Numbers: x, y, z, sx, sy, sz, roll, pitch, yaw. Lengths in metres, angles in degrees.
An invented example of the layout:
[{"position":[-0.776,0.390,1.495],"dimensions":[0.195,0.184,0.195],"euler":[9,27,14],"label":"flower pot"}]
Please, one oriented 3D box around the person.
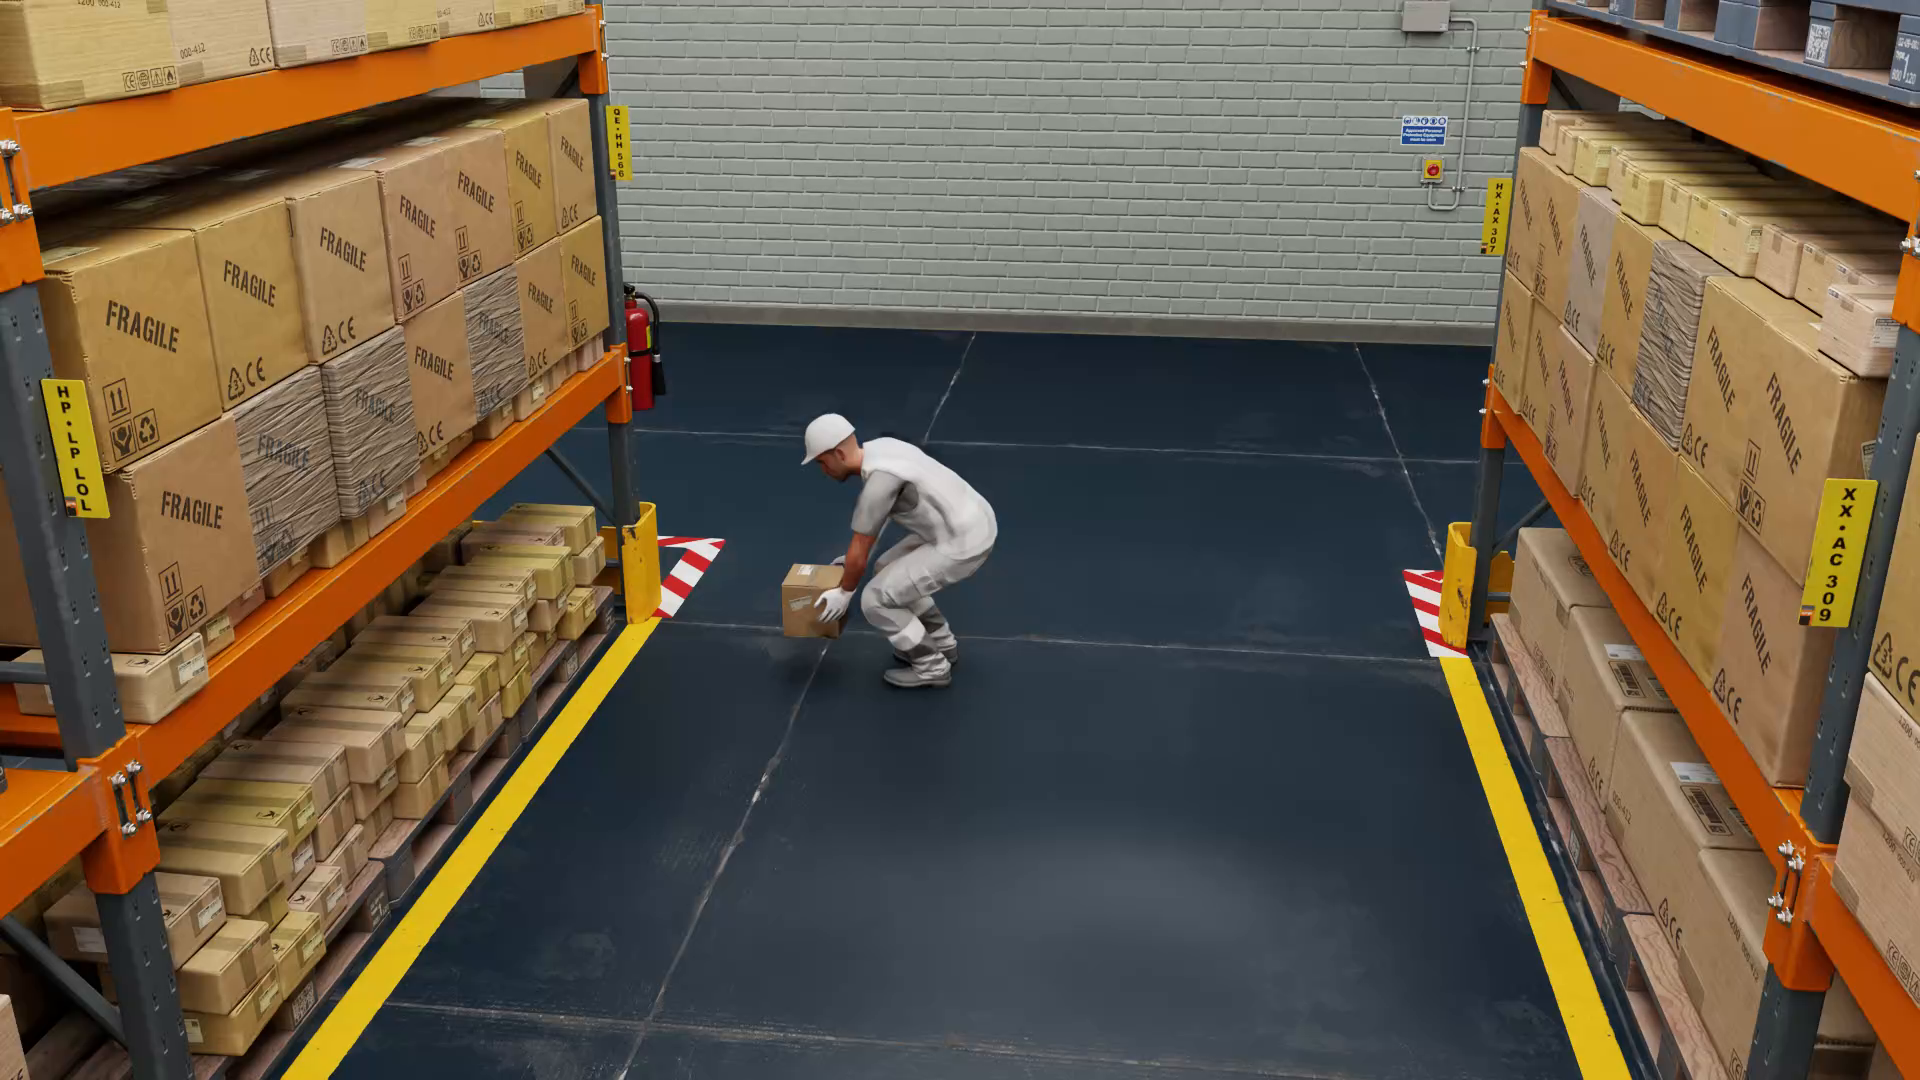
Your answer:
[{"position":[-0.259,0.042,7.248],"dimensions":[0.839,1.212,0.586],"euler":[2,21,6],"label":"person"}]
